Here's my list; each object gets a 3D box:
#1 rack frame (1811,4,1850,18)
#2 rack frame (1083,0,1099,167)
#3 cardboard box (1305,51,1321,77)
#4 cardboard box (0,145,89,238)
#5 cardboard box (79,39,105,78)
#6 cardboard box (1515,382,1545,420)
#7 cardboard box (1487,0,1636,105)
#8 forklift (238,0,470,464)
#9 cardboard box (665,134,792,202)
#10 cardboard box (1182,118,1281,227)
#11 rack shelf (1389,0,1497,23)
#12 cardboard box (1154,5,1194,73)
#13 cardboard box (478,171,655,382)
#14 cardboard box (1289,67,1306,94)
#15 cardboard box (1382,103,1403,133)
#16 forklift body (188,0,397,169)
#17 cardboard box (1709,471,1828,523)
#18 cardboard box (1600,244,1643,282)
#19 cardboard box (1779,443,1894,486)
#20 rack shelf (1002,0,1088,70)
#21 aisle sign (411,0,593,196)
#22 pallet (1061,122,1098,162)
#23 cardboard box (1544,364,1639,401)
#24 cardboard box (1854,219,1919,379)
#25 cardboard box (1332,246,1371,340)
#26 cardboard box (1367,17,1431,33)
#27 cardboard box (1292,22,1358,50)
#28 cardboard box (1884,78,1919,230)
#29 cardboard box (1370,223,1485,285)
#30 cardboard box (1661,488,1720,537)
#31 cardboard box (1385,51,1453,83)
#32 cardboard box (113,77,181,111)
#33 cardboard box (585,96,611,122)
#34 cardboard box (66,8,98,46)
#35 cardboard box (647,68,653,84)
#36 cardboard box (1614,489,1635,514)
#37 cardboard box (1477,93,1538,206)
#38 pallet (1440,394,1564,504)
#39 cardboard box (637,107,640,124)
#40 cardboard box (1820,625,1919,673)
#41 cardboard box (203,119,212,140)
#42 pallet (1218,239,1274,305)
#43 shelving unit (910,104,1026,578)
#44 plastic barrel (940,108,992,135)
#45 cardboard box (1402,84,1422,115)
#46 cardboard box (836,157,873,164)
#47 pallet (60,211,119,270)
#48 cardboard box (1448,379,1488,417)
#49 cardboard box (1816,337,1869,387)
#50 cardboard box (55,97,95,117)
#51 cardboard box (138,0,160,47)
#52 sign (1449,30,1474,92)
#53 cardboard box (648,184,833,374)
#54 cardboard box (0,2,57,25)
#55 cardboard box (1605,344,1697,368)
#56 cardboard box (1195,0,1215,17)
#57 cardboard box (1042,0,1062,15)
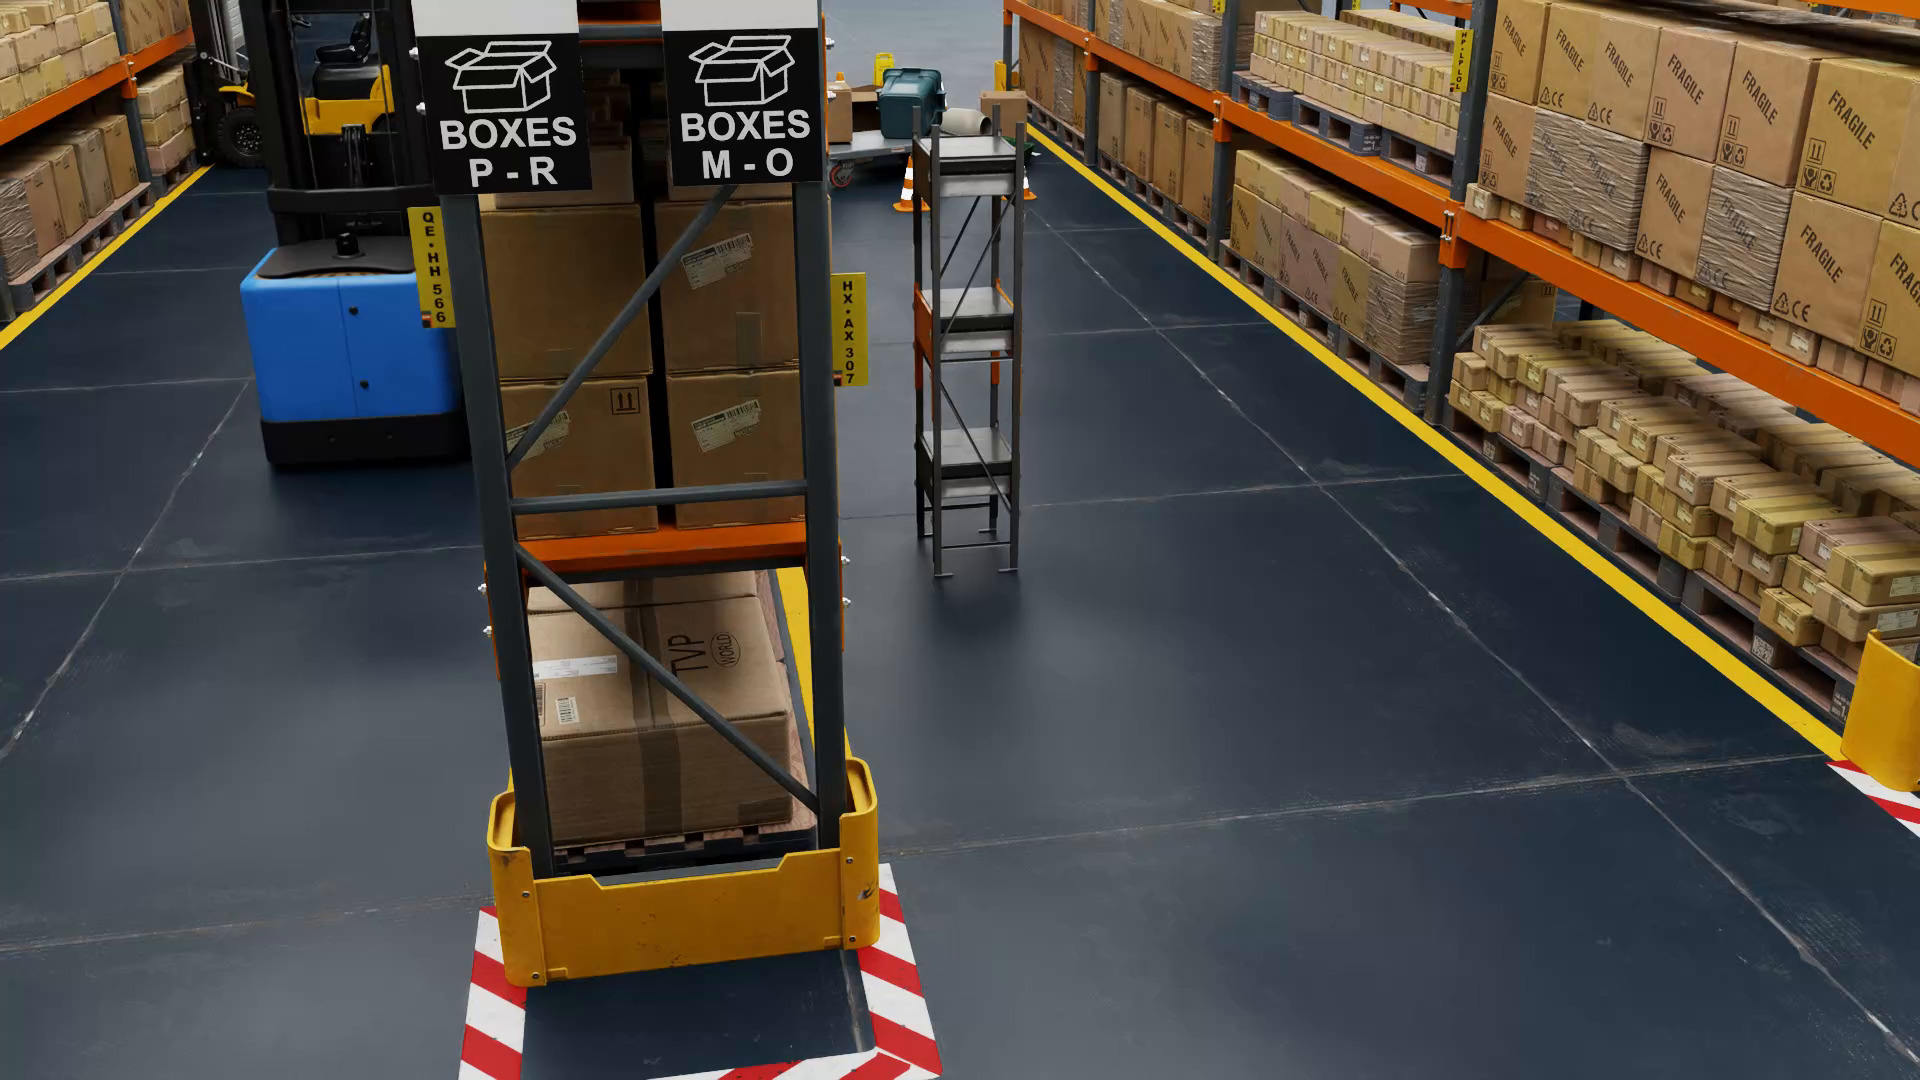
[{"bbox_3d":[7.403,-3.997,13.653,1.000,3.000,0.127,-4,24,-10],"label":"rack frame"},{"bbox_3d":[1.770,-5.243,16.506,1.000,3.000,0.127,-4,24,-10],"label":"rack frame"},{"bbox_3d":[2.599,-3.269,11.406,0.380,0.149,0.250,-4,24,-10],"label":"cardboard box"},{"bbox_3d":[-7.569,-2.766,13.278,0.875,0.625,0.625,-5,24,-12],"label":"cardboard box"},{"bbox_3d":[-7.504,-4.023,13.900,0.500,0.250,0.500,-4,24,-10],"label":"cardboard box"},{"bbox_3d":[3.218,-0.766,8.921,0.380,0.149,0.250,-4,24,-10],"label":"cardboard box"},{"bbox_3d":[3.094,-2.541,8.574,0.500,0.500,0.500,-4,24,-8],"label":"cardboard box"},{"bbox_3d":[-3.497,-2.314,9.885,1.130,2.935,3.031,-4,24,-9],"label":"forklift"},{"bbox_3d":[-0.650,-1.078,4.786,0.380,0.149,0.250,-4,24,-9],"label":"cardboard box"},{"bbox_3d":[2.486,-3.077,13.833,1.050,0.750,0.750,-5,24,-10],"label":"cardboard box"},{"bbox_3d":[6.294,-6.027,19.201,1.077,0.370,4.000,-4,24,-10],"label":"rack shelf"},{"bbox_3d":[1.980,-4.265,14.143,0.500,0.500,0.500,-5,24,-11],"label":"cardboard box"},{"bbox_3d":[-1.180,-0.792,4.943,0.500,0.500,0.500,-4,24,-8],"label":"cardboard box"},{"bbox_3d":[2.546,-3.238,11.705,0.380,0.149,0.250,-3,24,-7],"label":"cardboard box"},{"bbox_3d":[2.843,-2.614,10.276,0.380,0.149,0.250,-6,24,-12],"label":"cardboard box"},{"bbox_3d":[-6.549,-5.041,17.105,2.313,2.155,1.214,-4,24,-10],"label":"forklift body"},{"bbox_3d":[3.494,-0.173,7.192,0.380,0.149,0.250,-5,24,-12],"label":"cardboard box"},{"bbox_3d":[3.272,-1.331,7.863,0.380,0.149,0.250,-3,24,-7],"label":"cardboard box"},{"bbox_3d":[3.967,-0.322,7.533,0.380,0.149,0.250,-3,24,-8],"label":"cardboard box"},{"bbox_3d":[1.400,-5.700,18.451,1.077,0.370,4.000,-4,24,-10],"label":"rack shelf"},{"bbox_3d":[-1.148,-1.257,4.131,0.394,0.787,0.004,-4,24,-10],"label":"aisle sign"},{"bbox_3d":[1.707,-4.270,17.762,1.003,0.211,1.213,-4,24,-10],"label":"pallet"},{"bbox_3d":[3.268,-0.794,8.615,0.380,0.149,0.250,-5,24,-11],"label":"cardboard box"},{"bbox_3d":[3.653,-0.862,5.980,0.500,0.500,0.500,-4,24,-9],"label":"cardboard box"},{"bbox_3d":[2.771,-1.617,10.803,0.500,0.500,0.500,-5,24,-11],"label":"cardboard box"},{"bbox_3d":[3.144,-3.658,11.925,0.380,0.149,0.250,-4,24,-8],"label":"cardboard box"},{"bbox_3d":[2.547,-3.517,11.600,0.380,0.149,0.250,-5,24,-12],"label":"cardboard box"},{"bbox_3d":[3.660,-1.324,5.789,0.500,0.500,0.500,-5,24,-11],"label":"cardboard box"},{"bbox_3d":[2.863,-1.761,10.195,0.500,0.250,0.500,-5,24,-11],"label":"cardboard box"},{"bbox_3d":[3.405,-0.138,7.485,0.380,0.149,0.250,-4,24,-9],"label":"cardboard box"},{"bbox_3d":[2.838,-2.900,10.188,0.380,0.149,0.250,-4,24,-10],"label":"cardboard box"},{"bbox_3d":[-7.819,-4.274,15.949,0.500,0.250,0.500,-4,24,-10],"label":"cardboard box"},{"bbox_3d":[-1.327,-1.340,5.385,0.380,0.149,0.250,-4,24,-9],"label":"cardboard box"},{"bbox_3d":[-7.509,-4.252,13.801,0.500,0.250,0.500,-5,24,-11],"label":"cardboard box"},{"bbox_3d":[-1.052,-1.886,6.636,0.380,0.149,0.250,-5,24,-11],"label":"cardboard box"},{"bbox_3d":[3.405,-0.210,8.020,0.380,0.149,0.250,-4,24,-8],"label":"cardboard box"},{"bbox_3d":[3.094,-2.065,8.733,0.500,0.500,0.500,-5,24,-11],"label":"cardboard box"},{"bbox_3d":[3.409,-0.556,9.260,1.003,0.211,1.213,-4,24,-10],"label":"pallet"},{"bbox_3d":[-1.525,-2.247,9.210,0.500,0.250,0.500,-4,24,-9],"label":"cardboard box"},{"bbox_3d":[3.687,0.400,6.624,0.380,0.149,0.250,-4,24,-9],"label":"cardboard box"},{"bbox_3d":[-8.011,-4.216,17.065,0.500,0.250,0.500,-4,24,-8],"label":"cardboard box"},{"bbox_3d":[2.653,-2.084,12.758,1.003,0.211,1.213,-4,24,-10],"label":"pallet"},{"bbox_3d":[0.031,-0.897,7.681,0.431,2.100,0.503,-4,24,-10],"label":"shelving unit"},{"bbox_3d":[0.053,-4.395,17.783,0.512,0.421,0.421,13,27,27],"label":"plastic barrel"},{"bbox_3d":[2.889,-2.653,9.994,0.380,0.149,0.250,-3,24,-7],"label":"cardboard box"},{"bbox_3d":[-1.117,-4.063,17.221,0.396,0.266,0.258,18,29,36],"label":"cardboard box"},{"bbox_3d":[-7.549,-2.422,13.532,1.003,0.211,1.213,-4,24,-10],"label":"pallet"},{"bbox_3d":[3.001,-0.815,9.405,0.380,0.149,0.250,-5,24,-12],"label":"cardboard box"},{"bbox_3d":[3.581,-0.713,6.448,0.380,0.149,0.250,-5,24,-10],"label":"cardboard box"},{"bbox_3d":[-8.234,-4.038,15.408,0.500,0.250,0.500,-4,24,-9],"label":"cardboard box"},{"bbox_3d":[-7.891,-4.911,15.622,0.500,0.500,0.500,-4,24,-9],"label":"cardboard box"},{"bbox_3d":[2.705,-2.584,8.972,0.100,0.325,0.005,-4,24,-10],"label":"sign"},{"bbox_3d":[-0.666,-0.830,5.029,0.500,0.500,0.500,-5,24,-11],"label":"cardboard box"},{"bbox_3d":[-7.281,-4.094,12.940,0.380,0.149,0.250,-5,24,-11],"label":"cardboard box"},{"bbox_3d":[3.710,-0.939,8.946,0.380,0.149,0.250,-5,24,-10],"label":"cardboard box"},{"bbox_3d":[2.342,-4.549,13.545,0.700,0.500,0.500,-5,24,-11],"label":"cardboard box"},{"bbox_3d":[1.386,-6.092,18.264,0.875,0.550,0.500,-4,24,-10],"label":"cardboard box"}]
